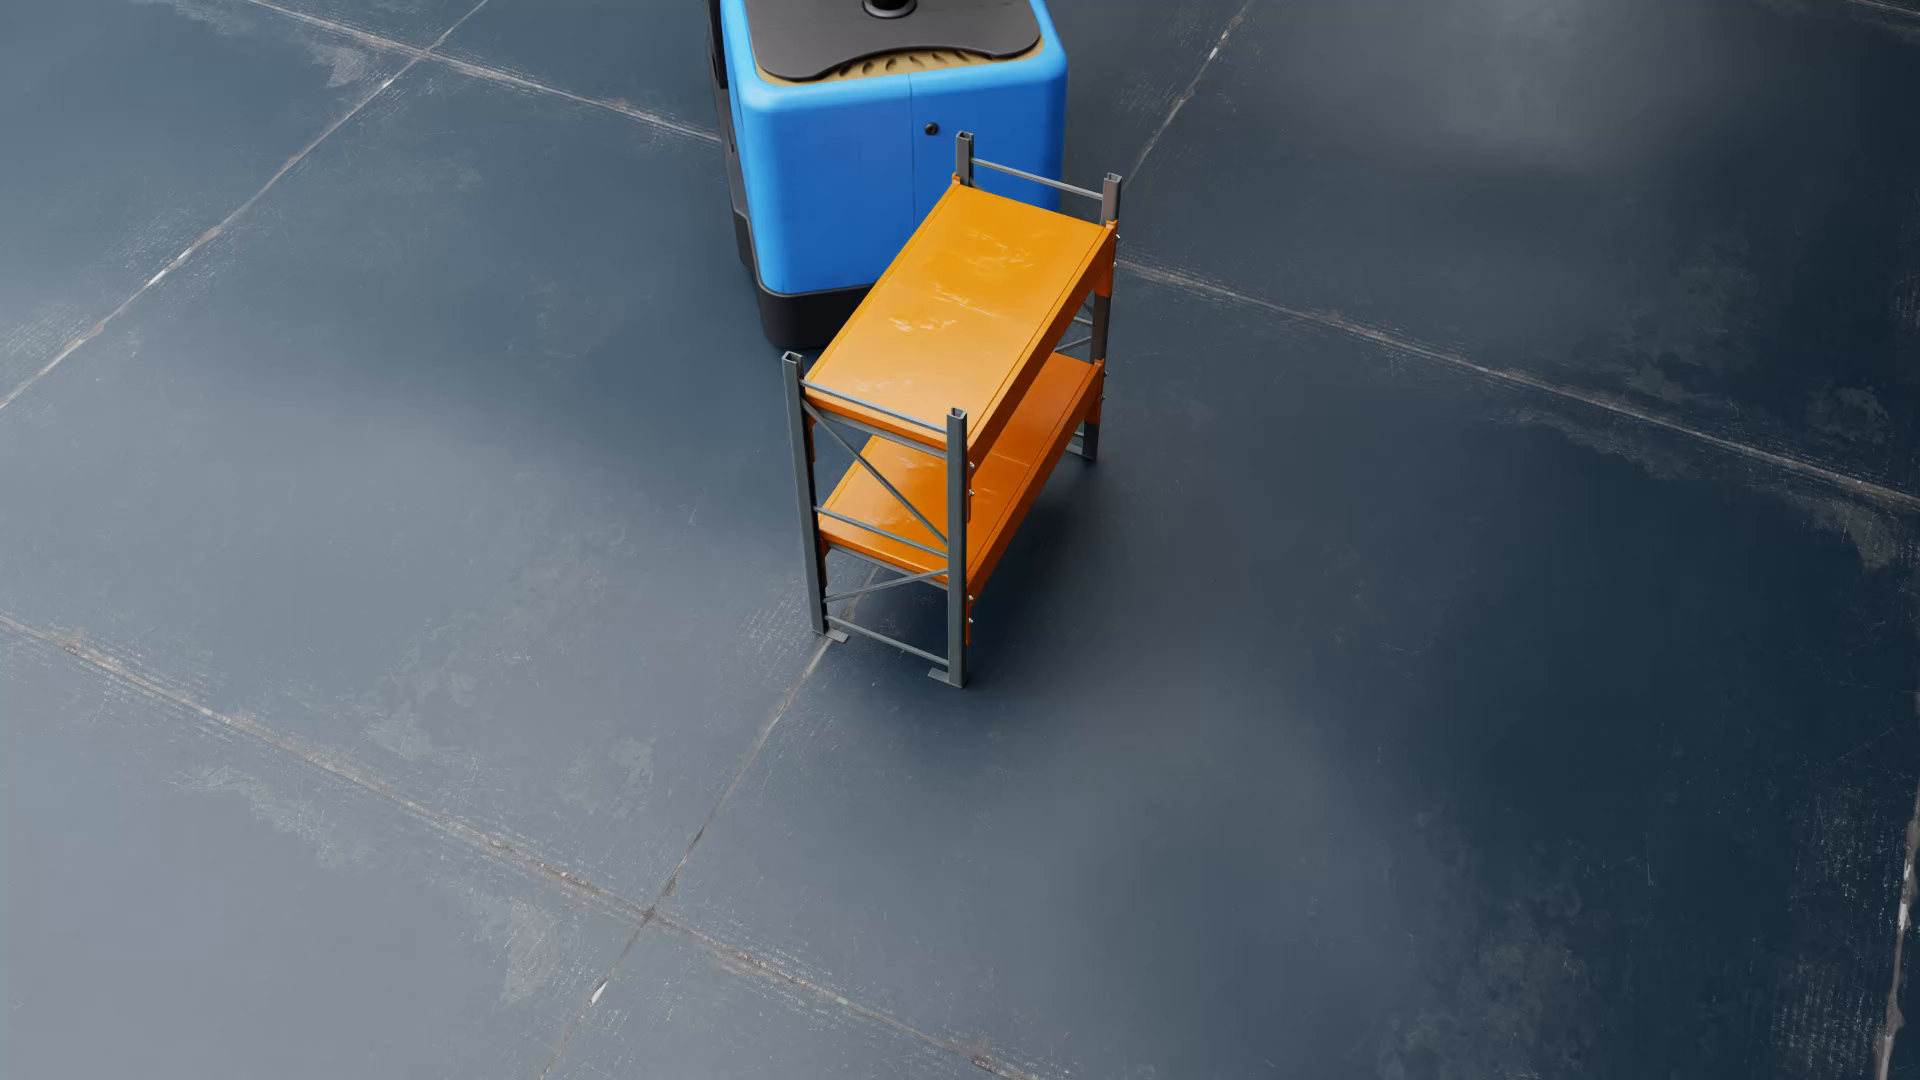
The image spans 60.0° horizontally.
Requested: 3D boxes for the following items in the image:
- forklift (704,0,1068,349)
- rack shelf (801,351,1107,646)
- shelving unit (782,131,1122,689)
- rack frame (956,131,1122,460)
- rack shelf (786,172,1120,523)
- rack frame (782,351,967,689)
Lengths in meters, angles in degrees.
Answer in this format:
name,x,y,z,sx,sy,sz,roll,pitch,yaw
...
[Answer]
name,x,y,z,sx,sy,sz,roll,pitch,yaw
forklift,-0.435,-2.752,5.667,1.130,2.935,3.031,-8,50,-7
rack shelf,0.003,-0.211,5.012,0.538,0.278,1.000,20,52,16
shelving unit,0.003,-0.369,4.826,0.538,1.125,1.048,20,52,16
rack frame,0.220,-0.719,5.123,0.500,1.125,0.032,20,52,16
rack shelf,0.003,-0.559,4.603,0.538,0.278,1.000,20,52,16
rack frame,-0.214,-0.019,4.528,0.500,1.125,0.032,20,52,16
